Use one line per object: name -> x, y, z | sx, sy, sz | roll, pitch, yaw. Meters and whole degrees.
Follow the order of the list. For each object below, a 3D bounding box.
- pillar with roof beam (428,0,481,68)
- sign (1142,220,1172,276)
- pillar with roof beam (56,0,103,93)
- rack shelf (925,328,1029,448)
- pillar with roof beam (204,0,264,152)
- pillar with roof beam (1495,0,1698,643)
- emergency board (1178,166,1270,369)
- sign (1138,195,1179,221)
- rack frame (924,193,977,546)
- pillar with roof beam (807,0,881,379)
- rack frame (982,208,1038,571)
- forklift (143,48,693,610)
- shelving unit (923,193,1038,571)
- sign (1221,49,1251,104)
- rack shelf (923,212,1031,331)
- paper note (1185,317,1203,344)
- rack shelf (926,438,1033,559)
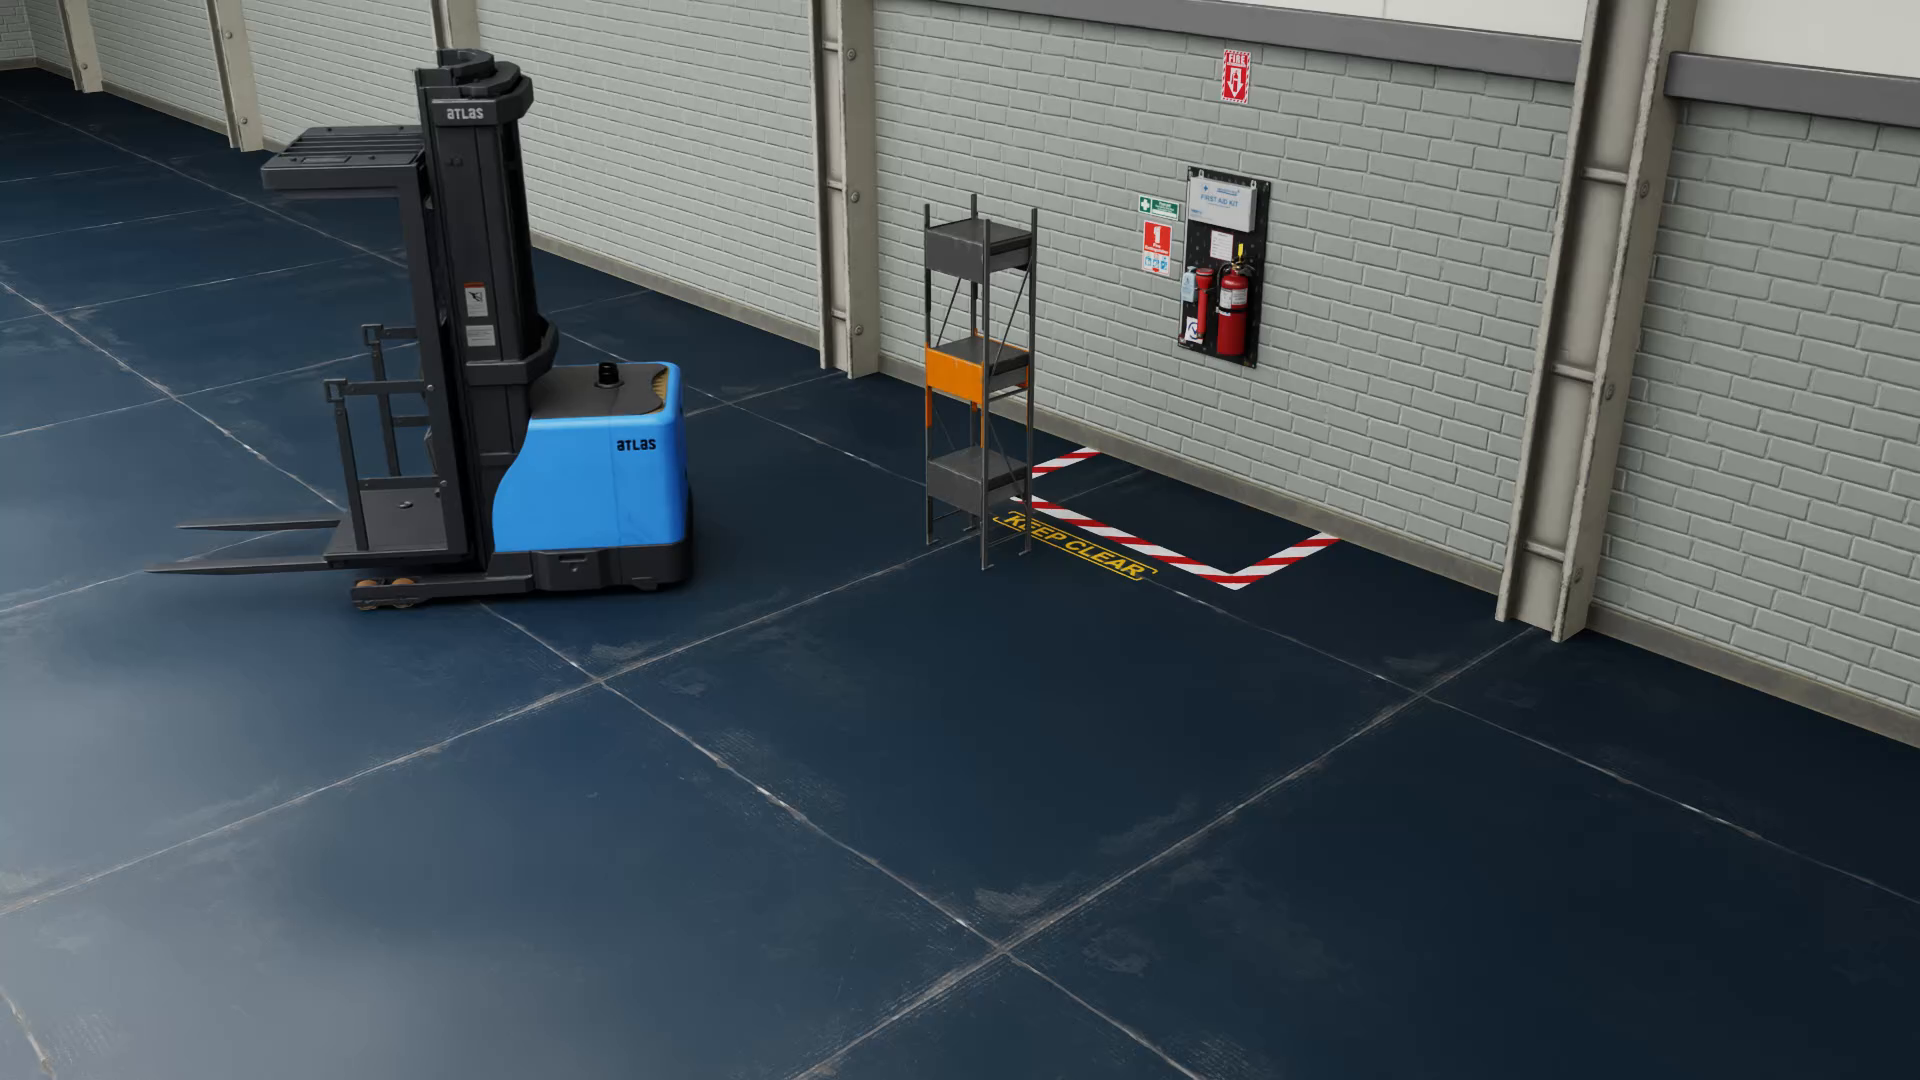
pillar with roof beam -> -8.113, -6.052, 12.675 | 9.100, 9.000, 0.400 | -21, 32, -38
sign -> 1.268, -1.881, 10.716 | 0.001, 0.329, 0.234 | -21, 32, -38
pillar with roof beam -> -16.314, -9.688, 20.644 | 9.100, 9.000, 0.400 | -21, 32, -38
rack shelf -> 0.113, -0.893, 9.710 | 0.431, 0.518, 0.480 | -21, 32, -38
pillar with roof beam -> -12.213, -7.870, 16.659 | 9.100, 9.000, 0.400 | -21, 32, -38
pillar with roof beam -> 0.089, -2.417, 4.705 | 9.100, 9.000, 0.400 | -21, 32, -38
emergency board -> 1.571, -1.668, 10.292 | 0.194, 1.169, 0.643 | -21, 32, -38
sign -> 1.265, -2.118, 10.598 | 0.001, 0.109, 0.331 | -21, 32, -38
rack frame -> -0.054, -0.979, 9.866 | 0.400, 2.100, 0.015 | -21, 32, -38
pillar with roof beam -> -4.012, -4.234, 8.690 | 9.100, 9.000, 0.400 | -21, 32, -38
rack frame -> 0.280, -0.831, 9.542 | 0.400, 2.100, 0.015 | -21, 32, -38
forklift -> -3.123, -1.170, 9.284 | 3.031, 2.935, 1.130 | -3, 25, -6
shelving unit -> 0.113, -0.905, 9.704 | 0.431, 2.100, 0.503 | -21, 32, -38
sign -> 1.638, -2.753, 9.879 | 0.001, 0.298, 0.199 | -21, 32, -38
rack shelf -> 0.113, -1.530, 9.419 | 0.431, 0.518, 0.480 | -21, 32, -38
paper note -> 1.500, -1.340, 10.636 | 0.016, 0.148, 0.142 | -21, 32, -38
rack shelf -> 0.113, -0.256, 10.000 | 0.431, 0.518, 0.480 | -21, 32, -38
